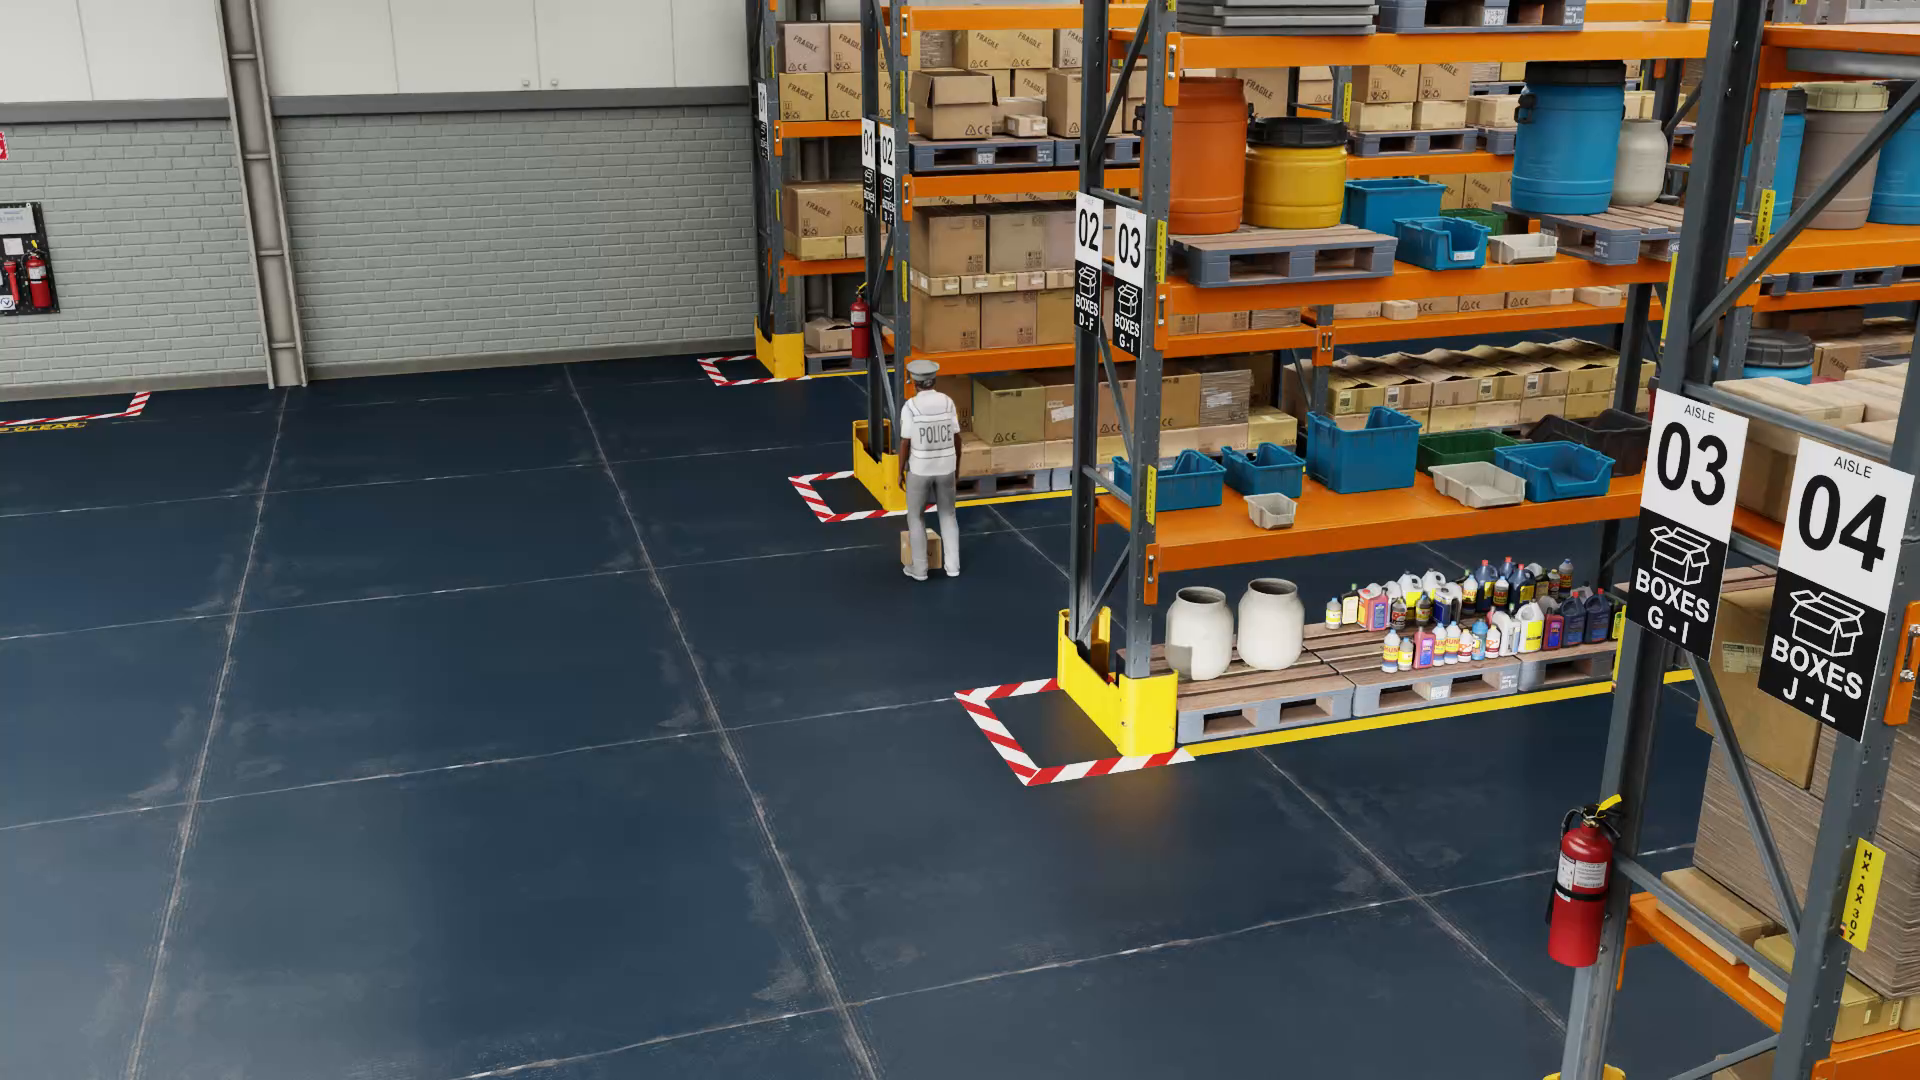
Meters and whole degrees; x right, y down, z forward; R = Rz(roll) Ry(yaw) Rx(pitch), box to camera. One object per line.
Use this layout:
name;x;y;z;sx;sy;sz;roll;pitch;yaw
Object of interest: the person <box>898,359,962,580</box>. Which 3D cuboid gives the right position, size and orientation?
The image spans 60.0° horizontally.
person;-0.222;-0.514;12.537;0.515;1.654;0.400;-7;20;-18
